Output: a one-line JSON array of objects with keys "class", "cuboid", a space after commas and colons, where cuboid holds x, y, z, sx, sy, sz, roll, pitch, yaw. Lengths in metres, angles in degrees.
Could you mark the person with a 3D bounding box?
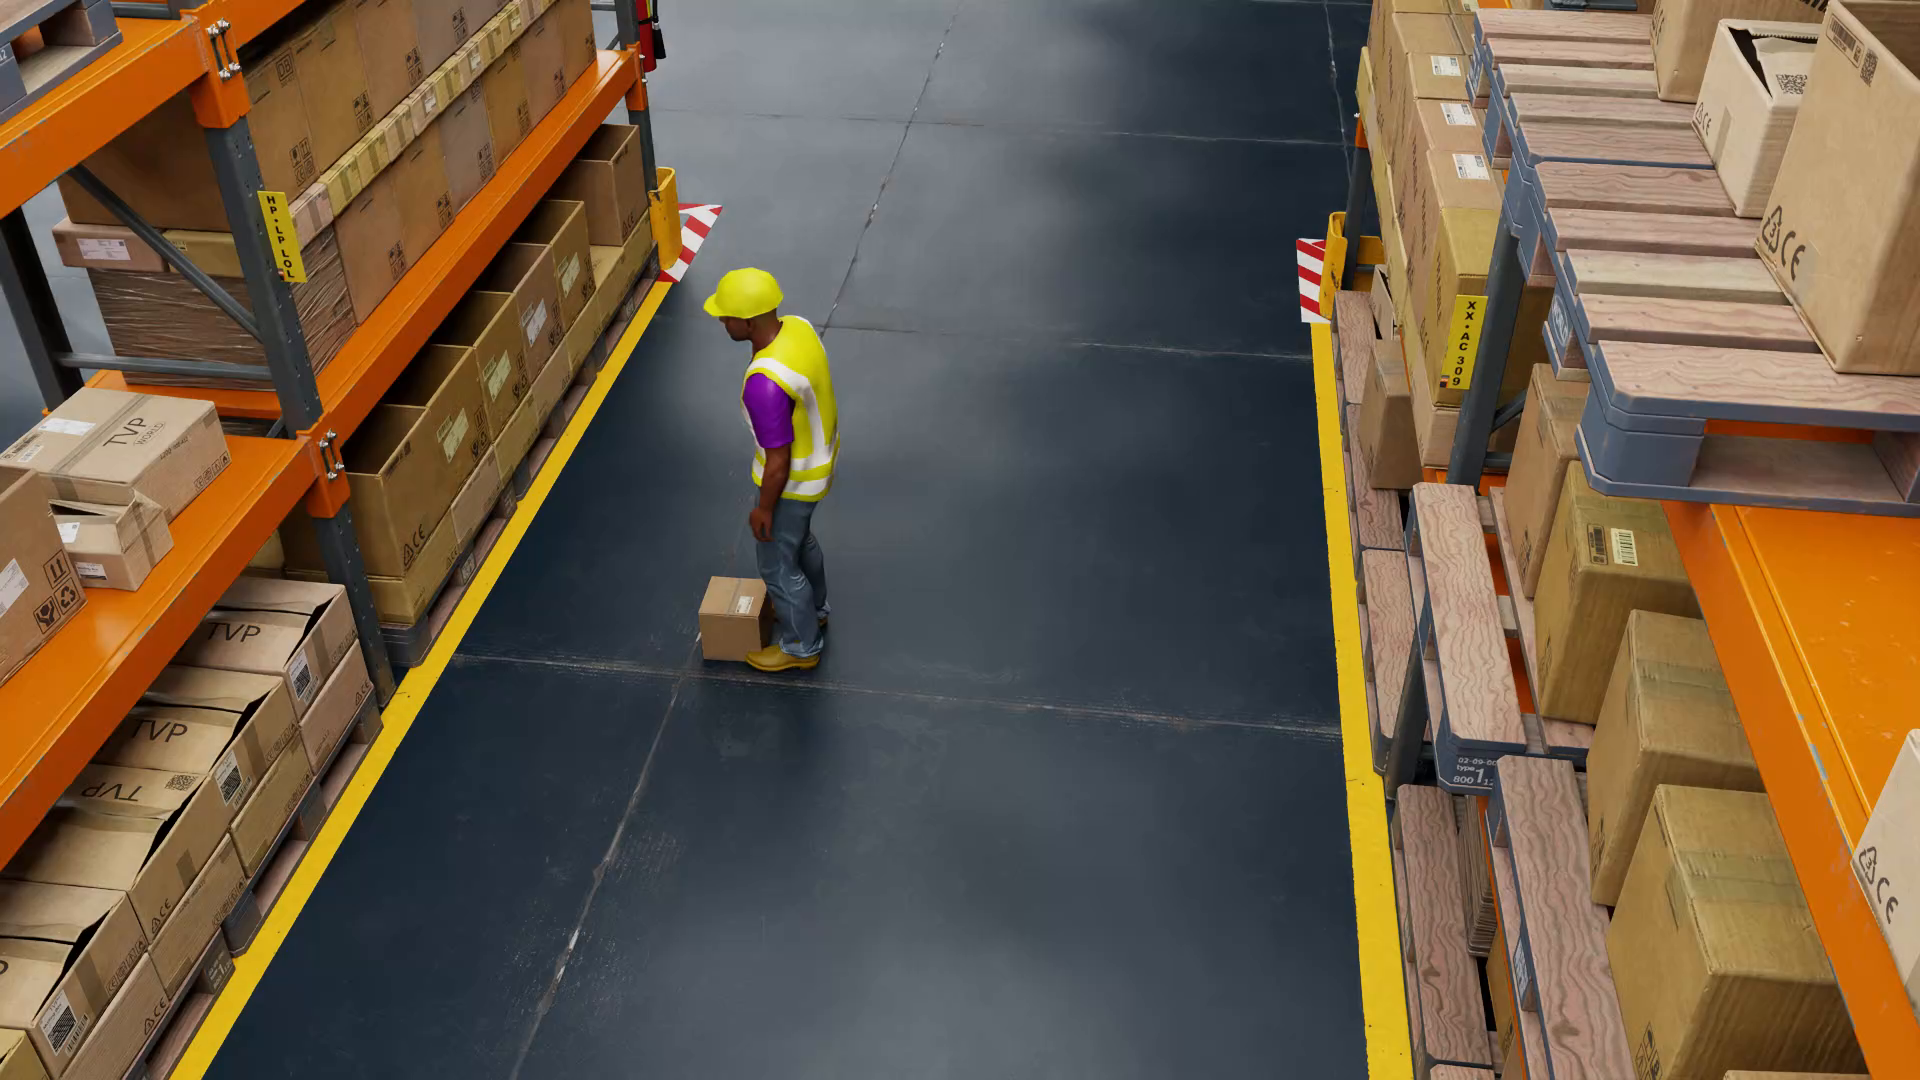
[{"class": "person", "cuboid": [-0.702, -0.271, 6.507, 0.461, 1.760, 0.626, 4, 36, 6]}]
